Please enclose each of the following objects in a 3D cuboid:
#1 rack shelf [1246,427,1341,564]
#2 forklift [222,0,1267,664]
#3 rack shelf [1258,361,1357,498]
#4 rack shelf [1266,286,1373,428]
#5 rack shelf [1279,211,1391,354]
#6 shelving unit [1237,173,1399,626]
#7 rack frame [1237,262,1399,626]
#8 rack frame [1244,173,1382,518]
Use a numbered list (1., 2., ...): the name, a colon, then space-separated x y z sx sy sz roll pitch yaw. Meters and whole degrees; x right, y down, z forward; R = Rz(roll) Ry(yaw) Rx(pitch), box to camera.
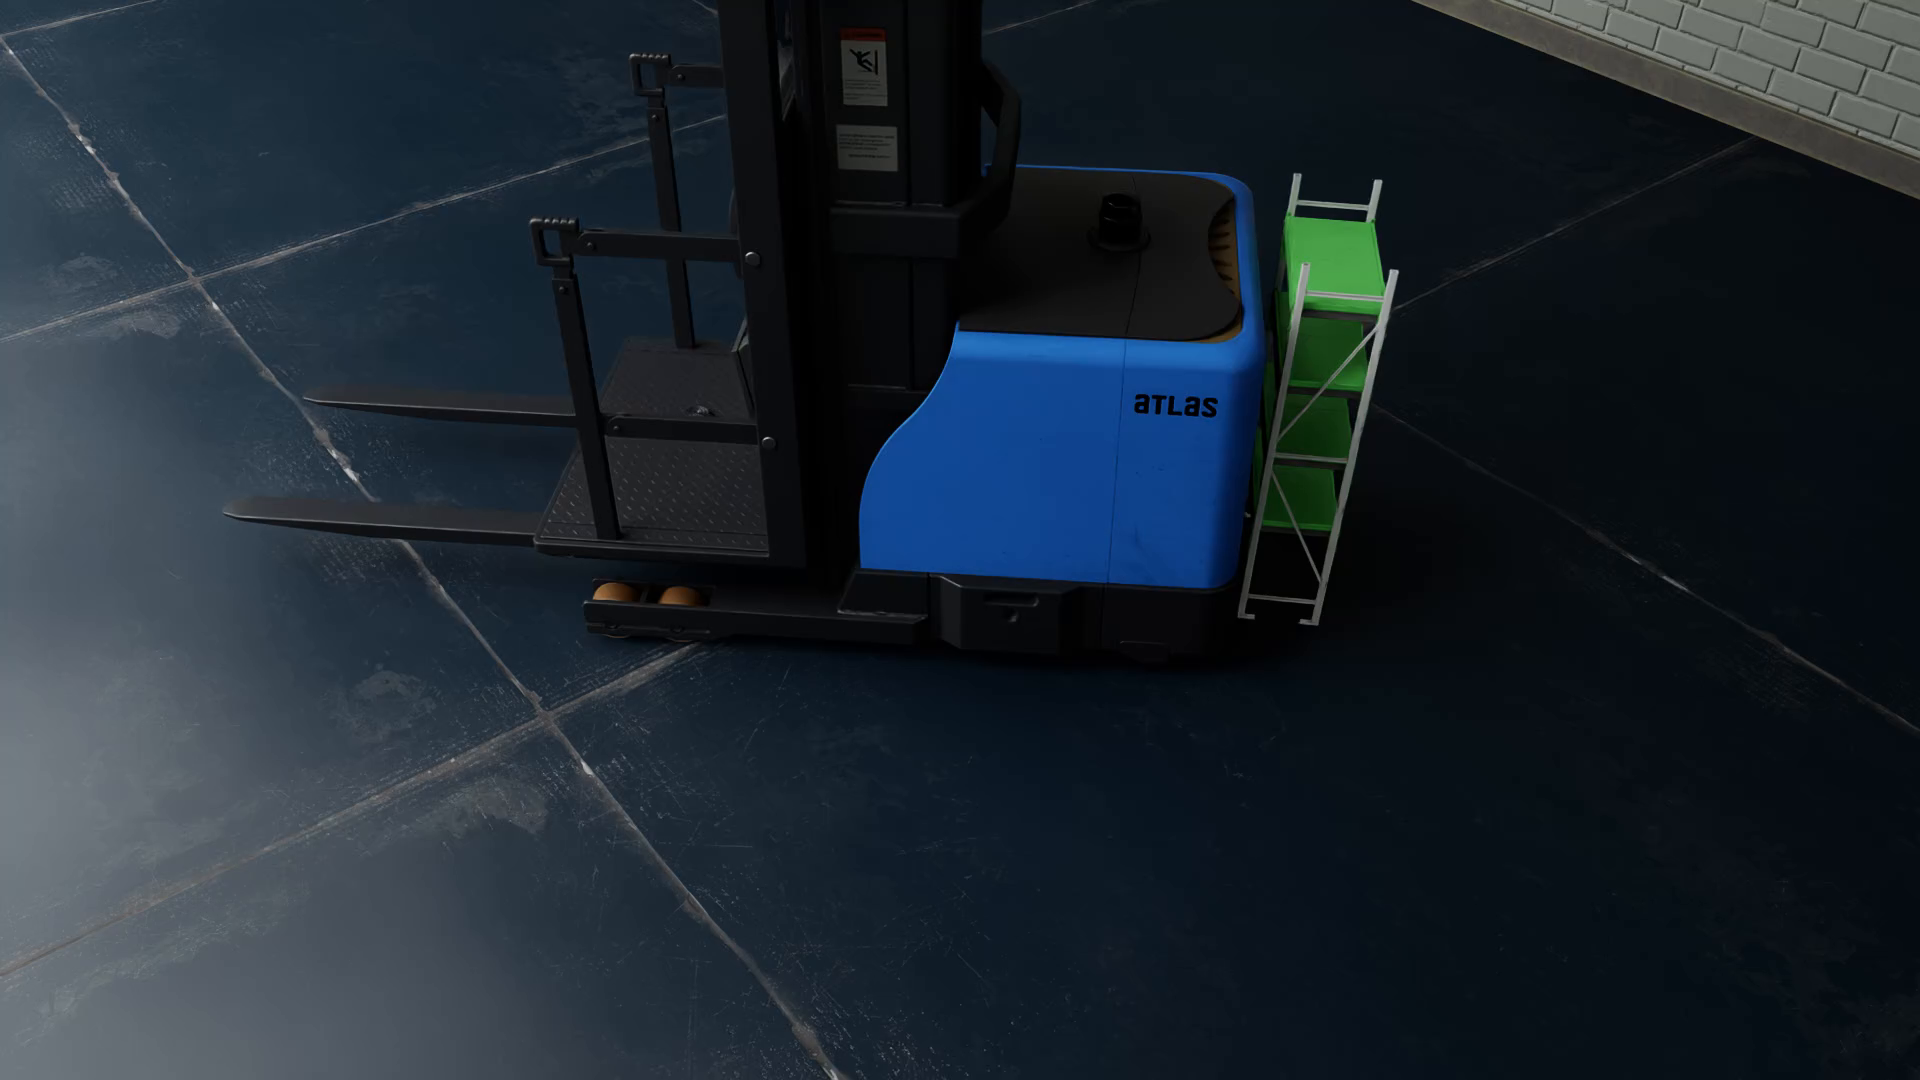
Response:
1. rack shelf: 0.981 -0.144 4.951 0.258 0.148 0.480 5 40 4
2. forklift: -0.682 -1.163 4.356 3.031 2.935 1.130 3 39 4
3. rack shelf: 0.989 -0.329 4.799 0.258 0.148 0.480 5 40 4
4. rack shelf: 0.997 -0.514 4.646 0.258 0.148 0.480 5 40 4
5. rack shelf: 1.005 -0.698 4.493 0.258 0.148 0.480 5 40 4
6. shelving unit: 0.991 -0.378 4.758 0.258 1.200 0.503 5 40 4
7. rack frame: 0.964 -0.224 4.570 0.240 1.200 0.015 5 40 4
8. rack frame: 1.018 -0.532 4.945 0.240 1.200 0.015 5 40 4
